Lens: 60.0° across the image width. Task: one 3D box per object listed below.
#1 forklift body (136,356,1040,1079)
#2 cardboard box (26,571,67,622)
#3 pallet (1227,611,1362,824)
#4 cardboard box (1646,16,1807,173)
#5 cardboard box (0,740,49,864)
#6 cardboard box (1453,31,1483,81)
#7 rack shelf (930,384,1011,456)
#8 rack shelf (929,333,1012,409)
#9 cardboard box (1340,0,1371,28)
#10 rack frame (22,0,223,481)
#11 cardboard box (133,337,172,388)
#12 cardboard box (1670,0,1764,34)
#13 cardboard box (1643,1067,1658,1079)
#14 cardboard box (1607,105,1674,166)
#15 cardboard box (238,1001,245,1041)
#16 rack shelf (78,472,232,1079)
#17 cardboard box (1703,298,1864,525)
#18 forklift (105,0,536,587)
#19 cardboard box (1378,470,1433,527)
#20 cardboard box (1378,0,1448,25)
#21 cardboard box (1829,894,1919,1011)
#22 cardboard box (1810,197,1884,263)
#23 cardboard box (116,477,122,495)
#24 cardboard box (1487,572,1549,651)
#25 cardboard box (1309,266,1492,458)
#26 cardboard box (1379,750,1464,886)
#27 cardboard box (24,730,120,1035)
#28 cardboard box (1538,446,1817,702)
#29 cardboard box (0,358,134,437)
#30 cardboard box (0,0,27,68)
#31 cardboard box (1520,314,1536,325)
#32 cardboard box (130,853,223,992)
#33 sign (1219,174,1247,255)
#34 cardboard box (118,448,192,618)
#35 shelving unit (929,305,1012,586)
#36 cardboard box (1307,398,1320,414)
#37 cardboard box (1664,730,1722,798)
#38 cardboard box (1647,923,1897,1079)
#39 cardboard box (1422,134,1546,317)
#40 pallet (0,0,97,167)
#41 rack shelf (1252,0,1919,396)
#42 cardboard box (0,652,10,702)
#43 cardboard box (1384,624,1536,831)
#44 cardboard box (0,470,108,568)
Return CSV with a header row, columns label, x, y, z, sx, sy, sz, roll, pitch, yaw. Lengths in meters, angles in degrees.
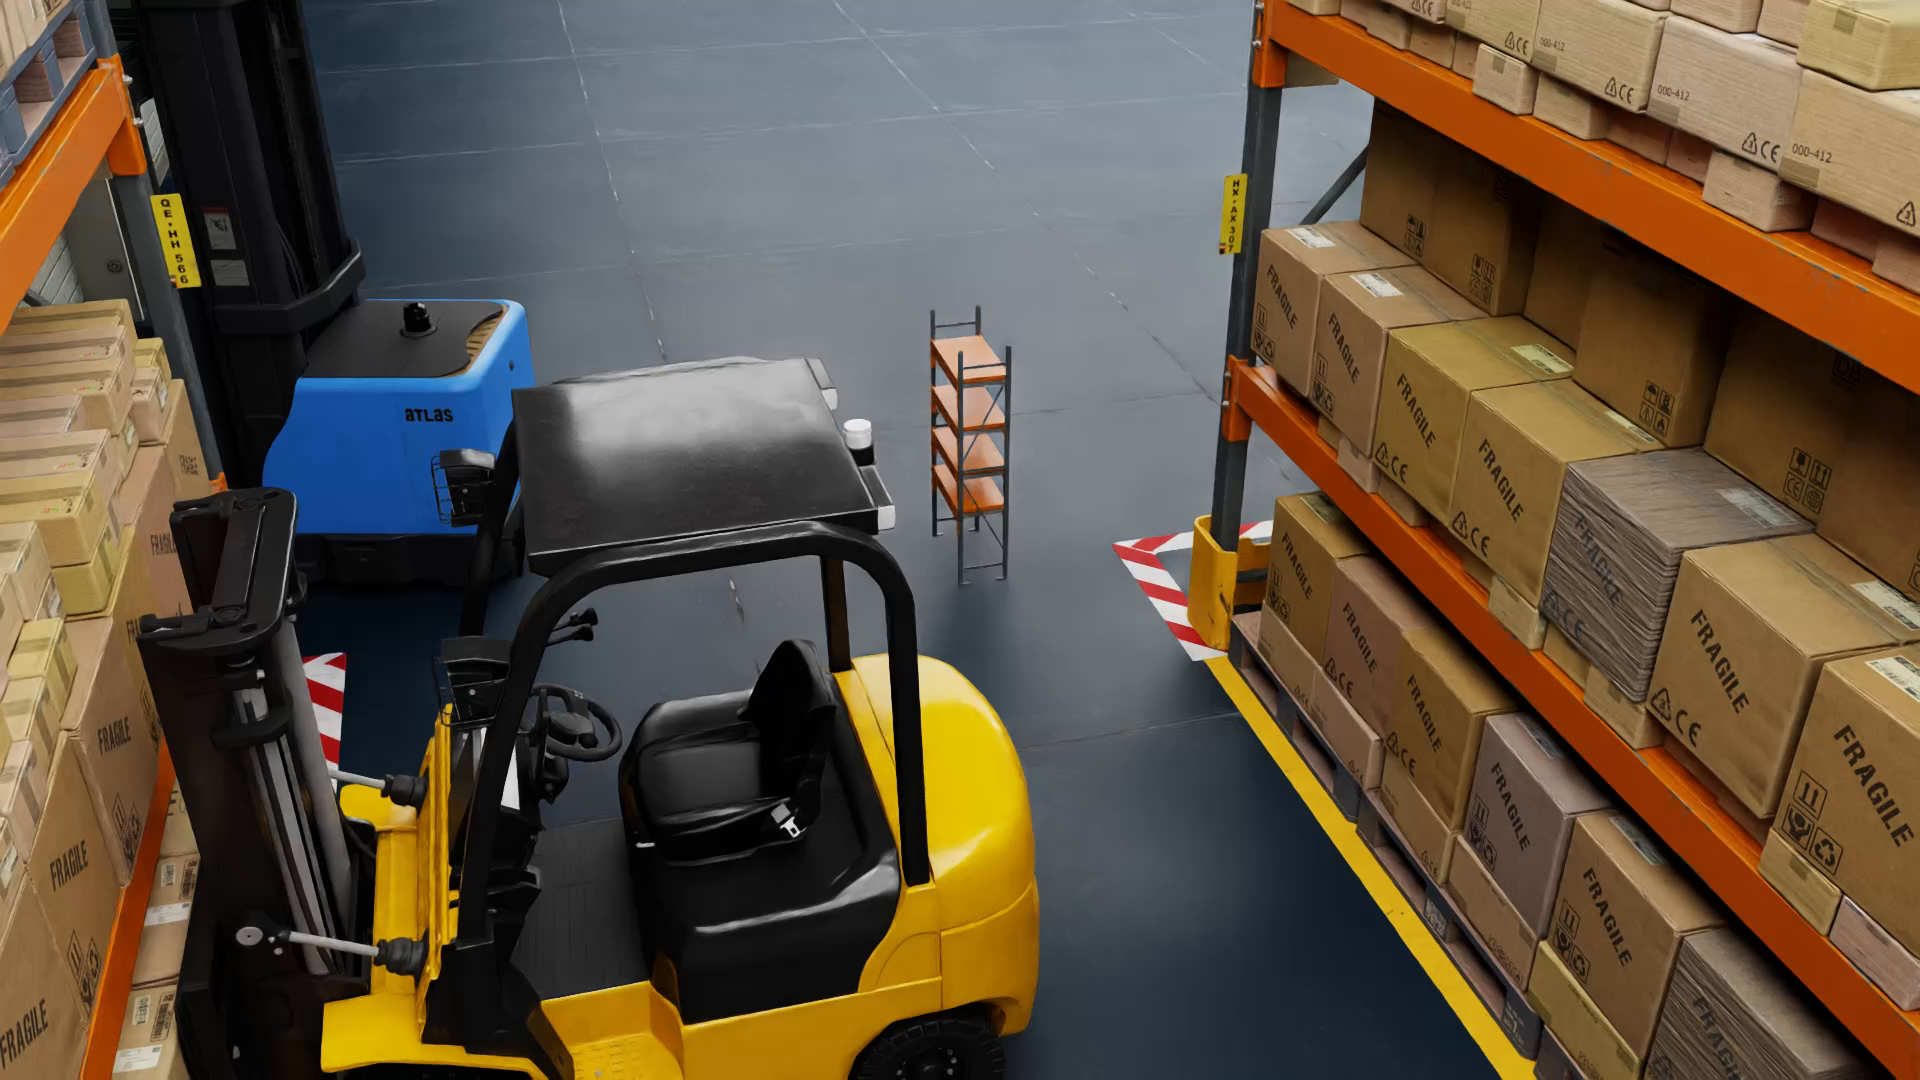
label,x,y,z,sx,sy,sz,roll,pitch,yaw
forklift body,-0.906,0.706,4.883,2.313,2.155,1.214,-8,31,-13
cardboard box,-2.463,0.220,4.128,0.380,0.149,0.250,-8,31,-14
pallet,1.818,0.644,6.926,1.003,0.211,1.213,-8,31,-13
cardboard box,2.045,-1.096,4.008,0.500,0.250,0.500,-8,31,-14
cardboard box,-2.166,0.581,3.504,0.380,0.149,0.250,-8,31,-14
cardboard box,1.748,-1.491,5.088,0.380,0.149,0.250,-9,31,-15
rack shelf,0.044,-0.575,7.733,0.258,0.148,0.480,-8,31,-13
rack shelf,0.044,-0.779,7.614,0.258,0.148,0.480,-8,31,-13
cardboard box,1.547,-1.868,5.739,0.380,0.149,0.250,-9,31,-15
rack frame,-3.169,-0.335,5.834,1.000,3.000,0.127,-8,31,-13
cardboard box,-2.806,-0.528,5.421,0.380,0.149,0.250,-7,31,-13
cardboard box,1.974,-1.341,4.033,0.380,0.149,0.250,-7,31,-13
cardboard box,2.262,1.694,4.655,0.500,0.250,0.500,-6,31,-11
cardboard box,1.982,-1.125,4.456,0.380,0.149,0.250,-8,31,-14
cardboard box,-2.333,1.591,4.833,0.500,0.250,0.500,-7,31,-12
rack shelf,-2.638,0.943,4.345,1.077,0.370,4.000,-8,31,-13
cardboard box,2.548,-0.406,4.563,0.700,0.500,0.500,-9,31,-14
forklift,-3.630,-1.290,7.552,3.031,2.935,1.130,0,30,1
cardboard box,1.704,-0.188,5.831,0.380,0.149,0.250,-7,31,-12
cardboard box,1.617,-1.836,5.286,0.500,0.250,0.500,-8,31,-14
cardboard box,2.299,0.929,3.901,0.380,0.149,0.250,-8,31,-14
cardboard box,2.205,-0.749,3.806,0.380,0.149,0.250,-9,31,-15
cardboard box,-2.645,-0.154,4.775,0.380,0.149,0.250,-8,31,-14
cardboard box,1.883,0.192,5.174,0.380,0.149,0.250,-8,31,-13
cardboard box,1.615,-0.653,5.987,0.500,0.500,0.500,-7,31,-12
cardboard box,1.849,0.948,5.944,0.500,0.250,0.500,-6,31,-10
cardboard box,-2.263,0.811,3.754,0.500,0.500,0.500,-8,31,-14
cardboard box,2.035,0.084,4.713,0.500,0.500,0.500,-7,31,-12
cardboard box,-2.679,-0.405,4.911,0.380,0.149,0.250,-7,31,-12
cardboard box,-2.589,-1.317,4.153,0.396,0.266,0.258,-8,31,-13
cardboard box,2.154,-0.701,6.069,0.500,0.500,0.500,-8,31,-13
cardboard box,-2.334,1.156,4.586,0.500,0.250,0.500,-8,31,-14
sign,1.093,-1.299,6.636,0.100,0.325,0.005,-8,31,-13
cardboard box,-2.656,0.077,5.023,0.500,0.500,0.500,-7,31,-12
shelving unit,0.044,-0.439,7.811,0.258,1.200,0.503,-8,31,-13
cardboard box,1.587,-0.576,6.502,0.380,0.149,0.250,-7,31,-13
cardboard box,2.179,0.552,4.554,0.380,0.149,0.250,-8,31,-14
cardboard box,2.262,1.369,4.467,0.500,0.500,0.500,-8,31,-14
cardboard box,2.089,-1.138,5.827,0.700,0.500,0.500,-8,31,-13
pallet,-3.006,-1.250,4.509,1.003,0.211,1.213,-8,31,-13
rack shelf,2.147,-1.017,4.737,1.077,0.370,4.000,-8,31,-13
cardboard box,-2.324,0.339,3.625,0.380,0.149,0.250,-8,31,-13
cardboard box,1.839,0.620,5.761,0.500,0.500,0.500,-7,31,-12
cardboard box,-2.435,-0.039,4.279,0.380,0.149,0.250,-7,31,-12
